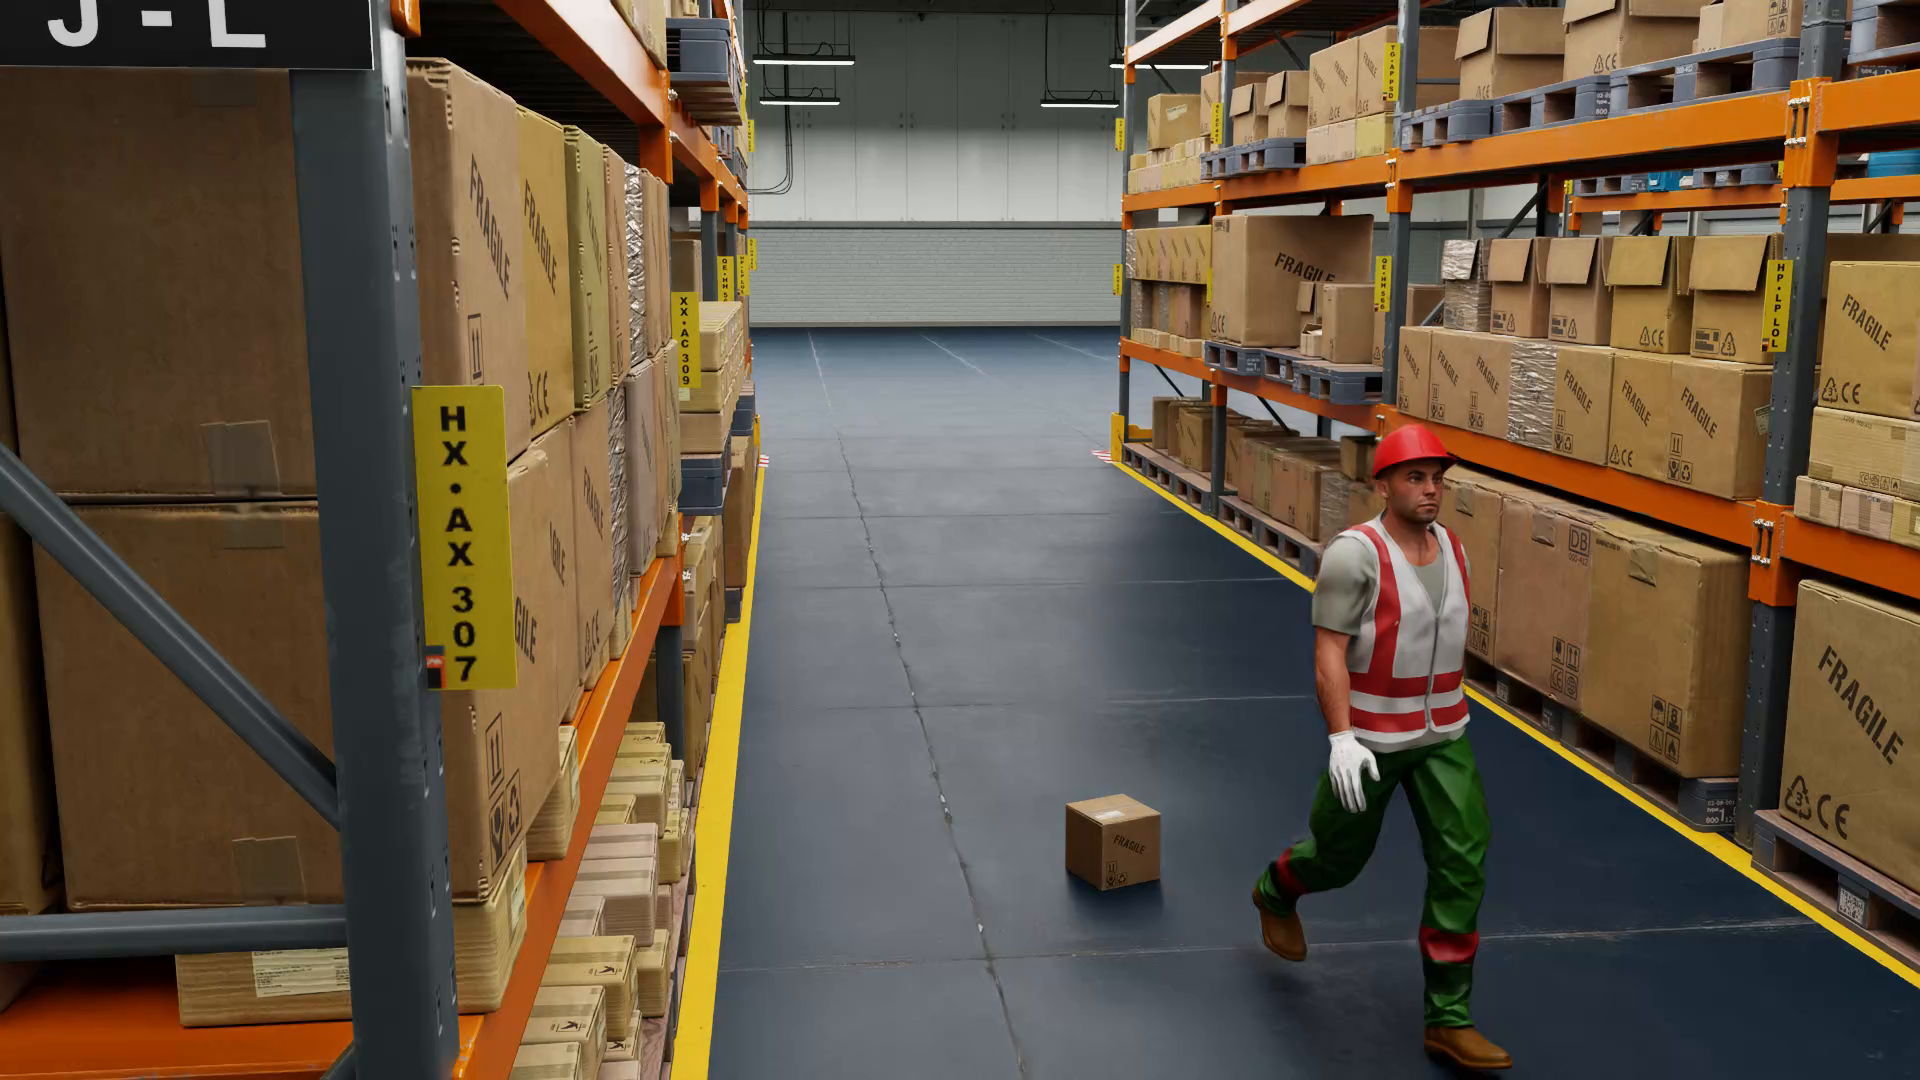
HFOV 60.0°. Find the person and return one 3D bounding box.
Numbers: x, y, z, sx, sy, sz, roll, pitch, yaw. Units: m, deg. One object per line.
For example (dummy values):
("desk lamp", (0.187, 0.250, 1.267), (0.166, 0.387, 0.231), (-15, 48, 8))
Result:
("person", (1.210, 0.538, 4.758), (0.582, 1.750, 1.026), (-4, 11, -20))
